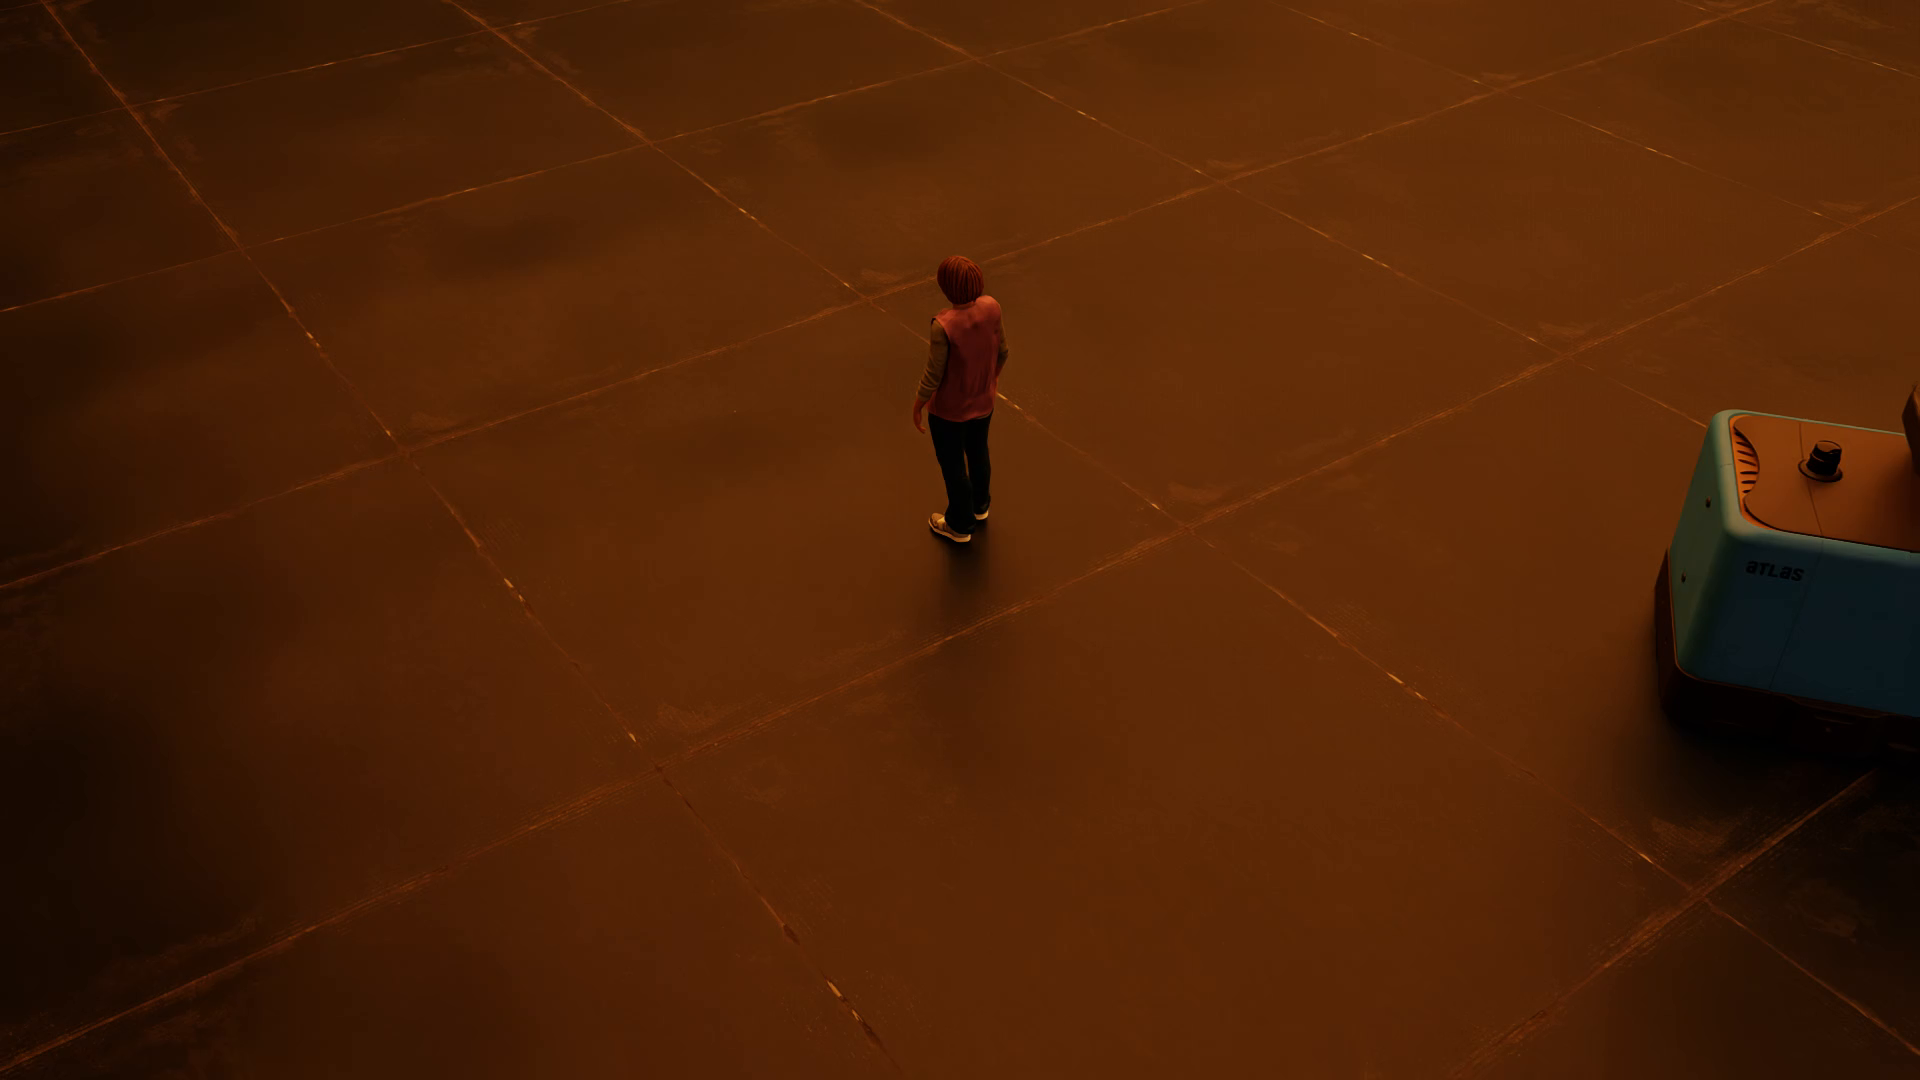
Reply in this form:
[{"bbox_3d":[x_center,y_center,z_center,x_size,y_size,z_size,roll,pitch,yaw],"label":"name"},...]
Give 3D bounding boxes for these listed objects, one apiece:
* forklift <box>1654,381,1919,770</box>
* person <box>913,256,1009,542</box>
[{"bbox_3d":[4.659,-0.386,6.467,3.031,2.935,1.130,10,38,13],"label":"forklift"},{"bbox_3d":[-0.032,-0.686,7.988,0.520,1.592,0.473,-23,42,-28],"label":"person"}]
